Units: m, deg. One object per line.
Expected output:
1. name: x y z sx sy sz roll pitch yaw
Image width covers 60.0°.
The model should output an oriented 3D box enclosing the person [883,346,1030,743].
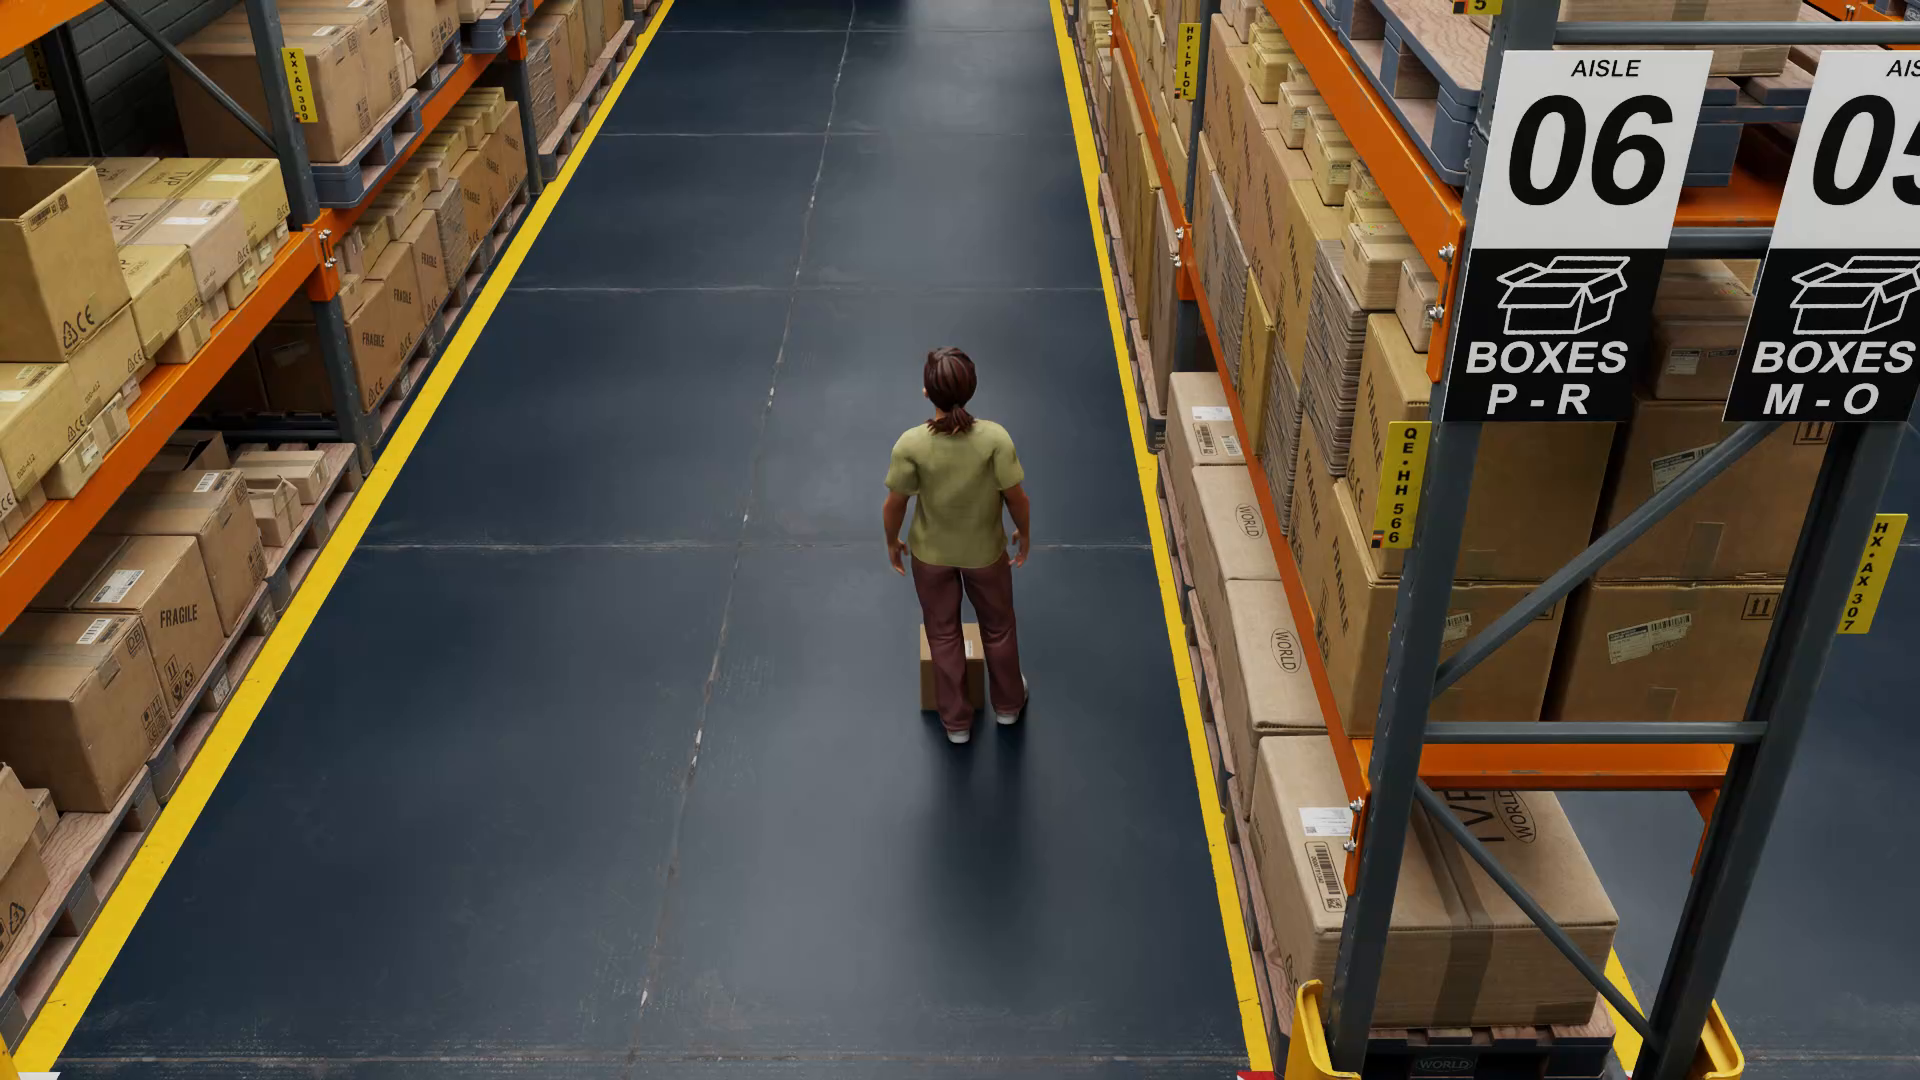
1. person: 0.000 0.011 6.123 0.552 1.652 0.520 0 32 0
